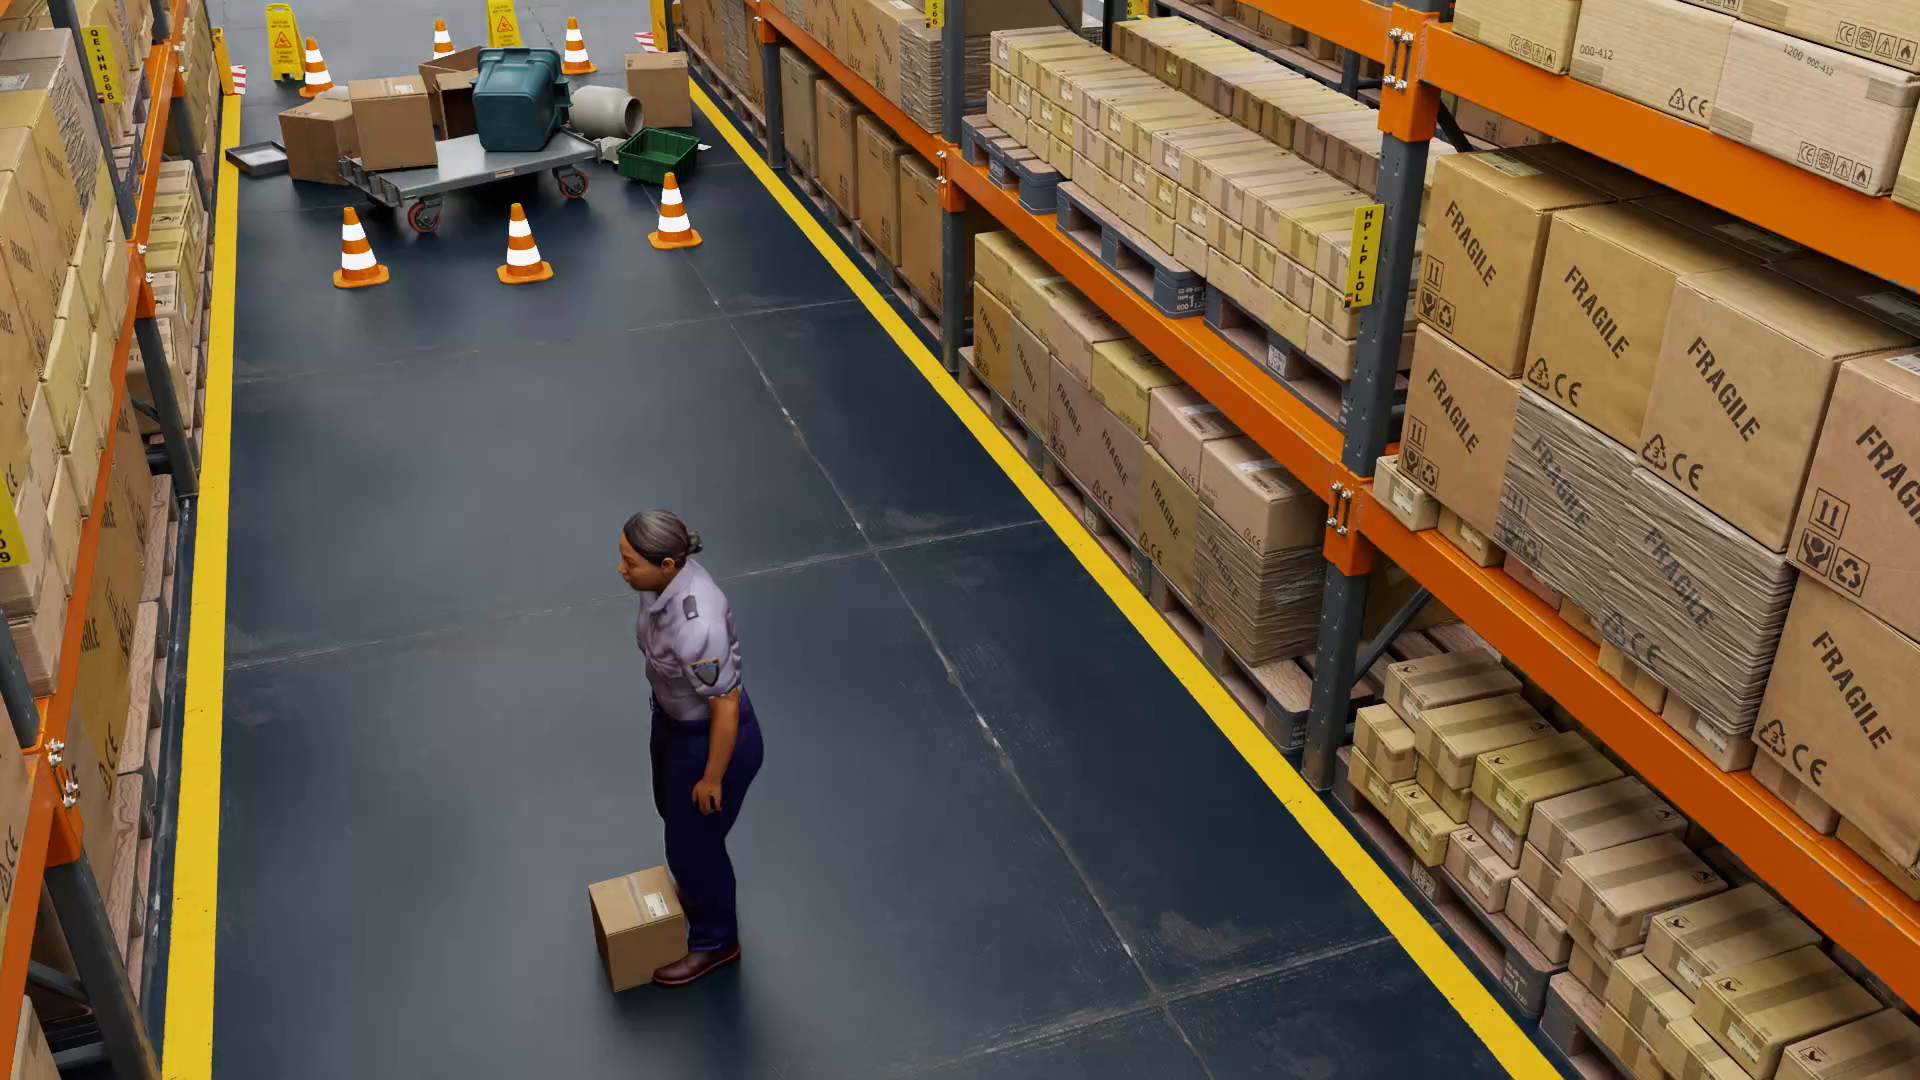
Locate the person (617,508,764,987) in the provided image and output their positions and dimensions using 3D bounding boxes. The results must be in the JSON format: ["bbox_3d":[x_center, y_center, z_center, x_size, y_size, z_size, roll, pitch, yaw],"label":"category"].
[{"bbox_3d":[-0.840,0.606,5.089,0.426,1.651,0.562,-13,32,-21],"label":"person"}]
